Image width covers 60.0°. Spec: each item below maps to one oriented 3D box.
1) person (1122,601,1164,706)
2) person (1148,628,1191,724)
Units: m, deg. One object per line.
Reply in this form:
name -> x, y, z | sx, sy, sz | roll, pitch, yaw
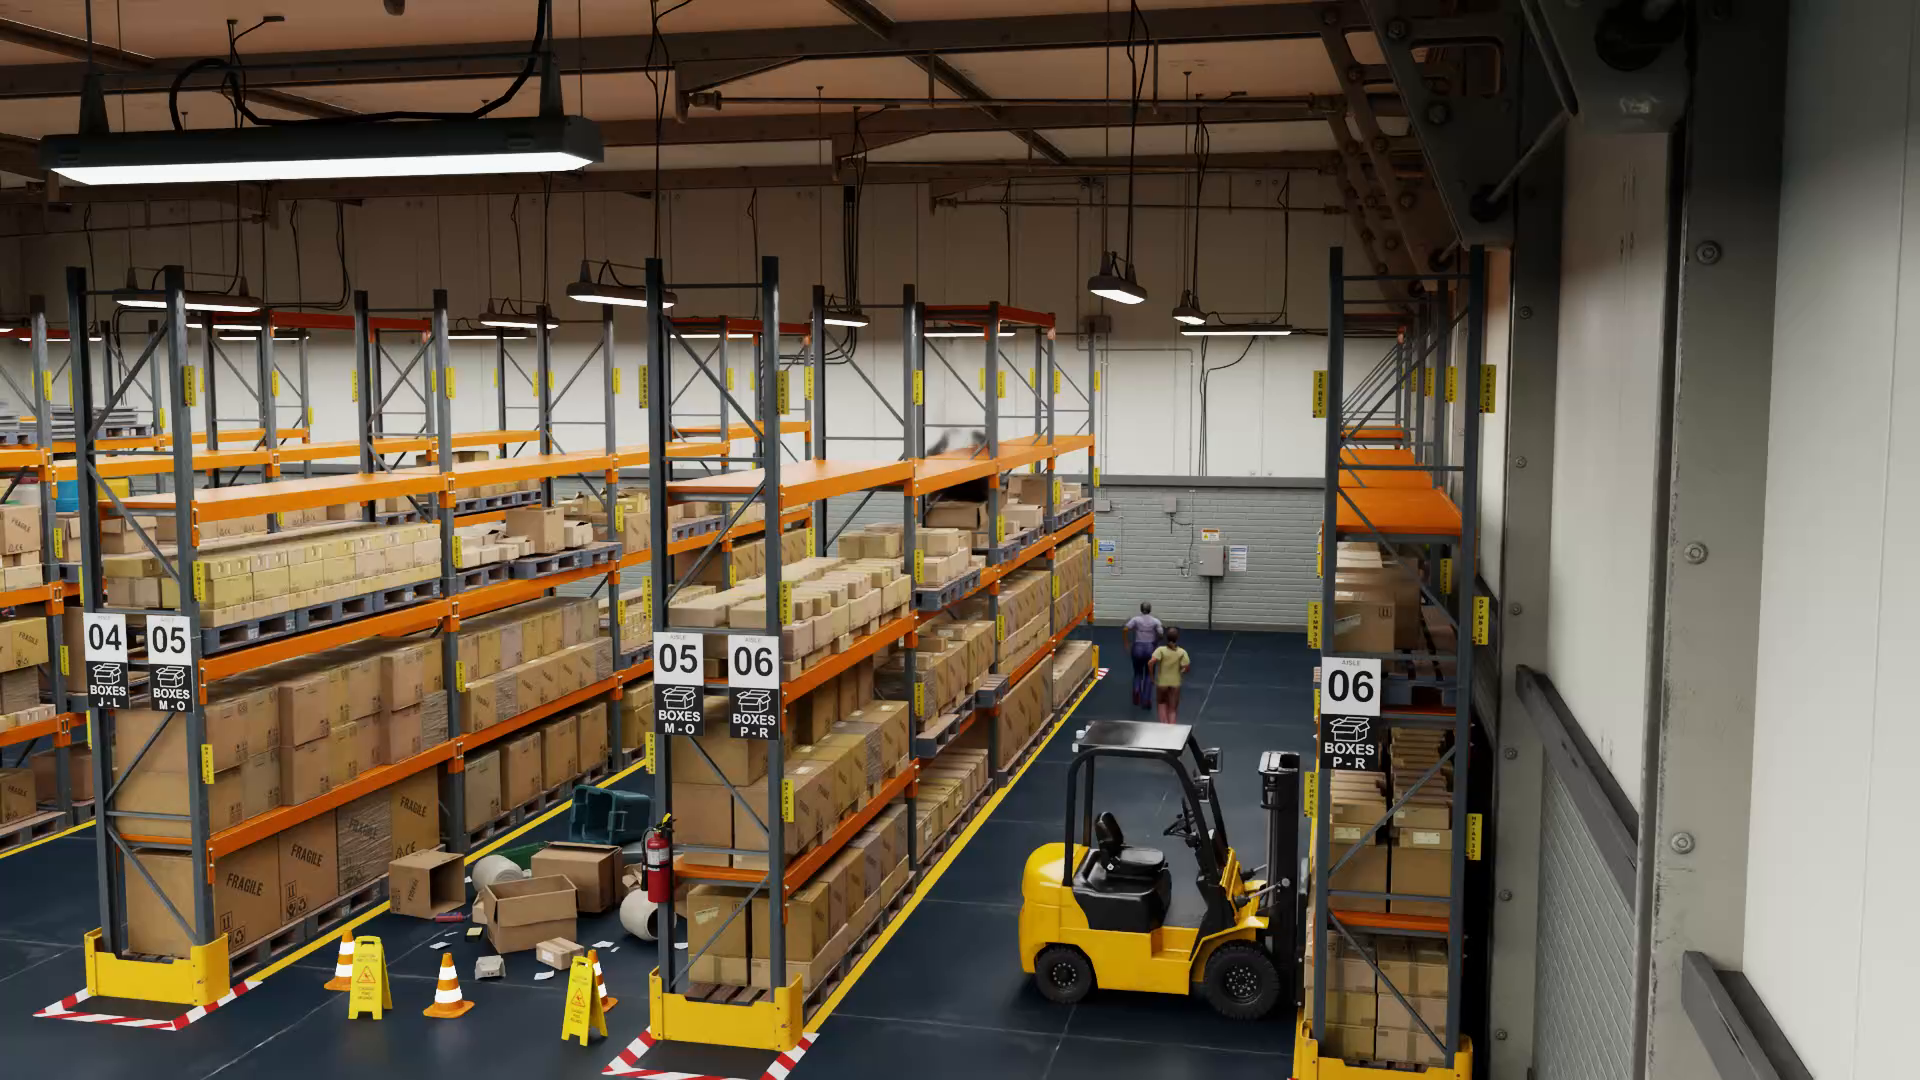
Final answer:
person -> 2.845, 1.766, 25.776 | 0.626, 1.631, 0.637 | 1, 6, 14
person -> 2.896, 2.018, 23.045 | 0.587, 1.627, 0.599 | 1, 6, 6
